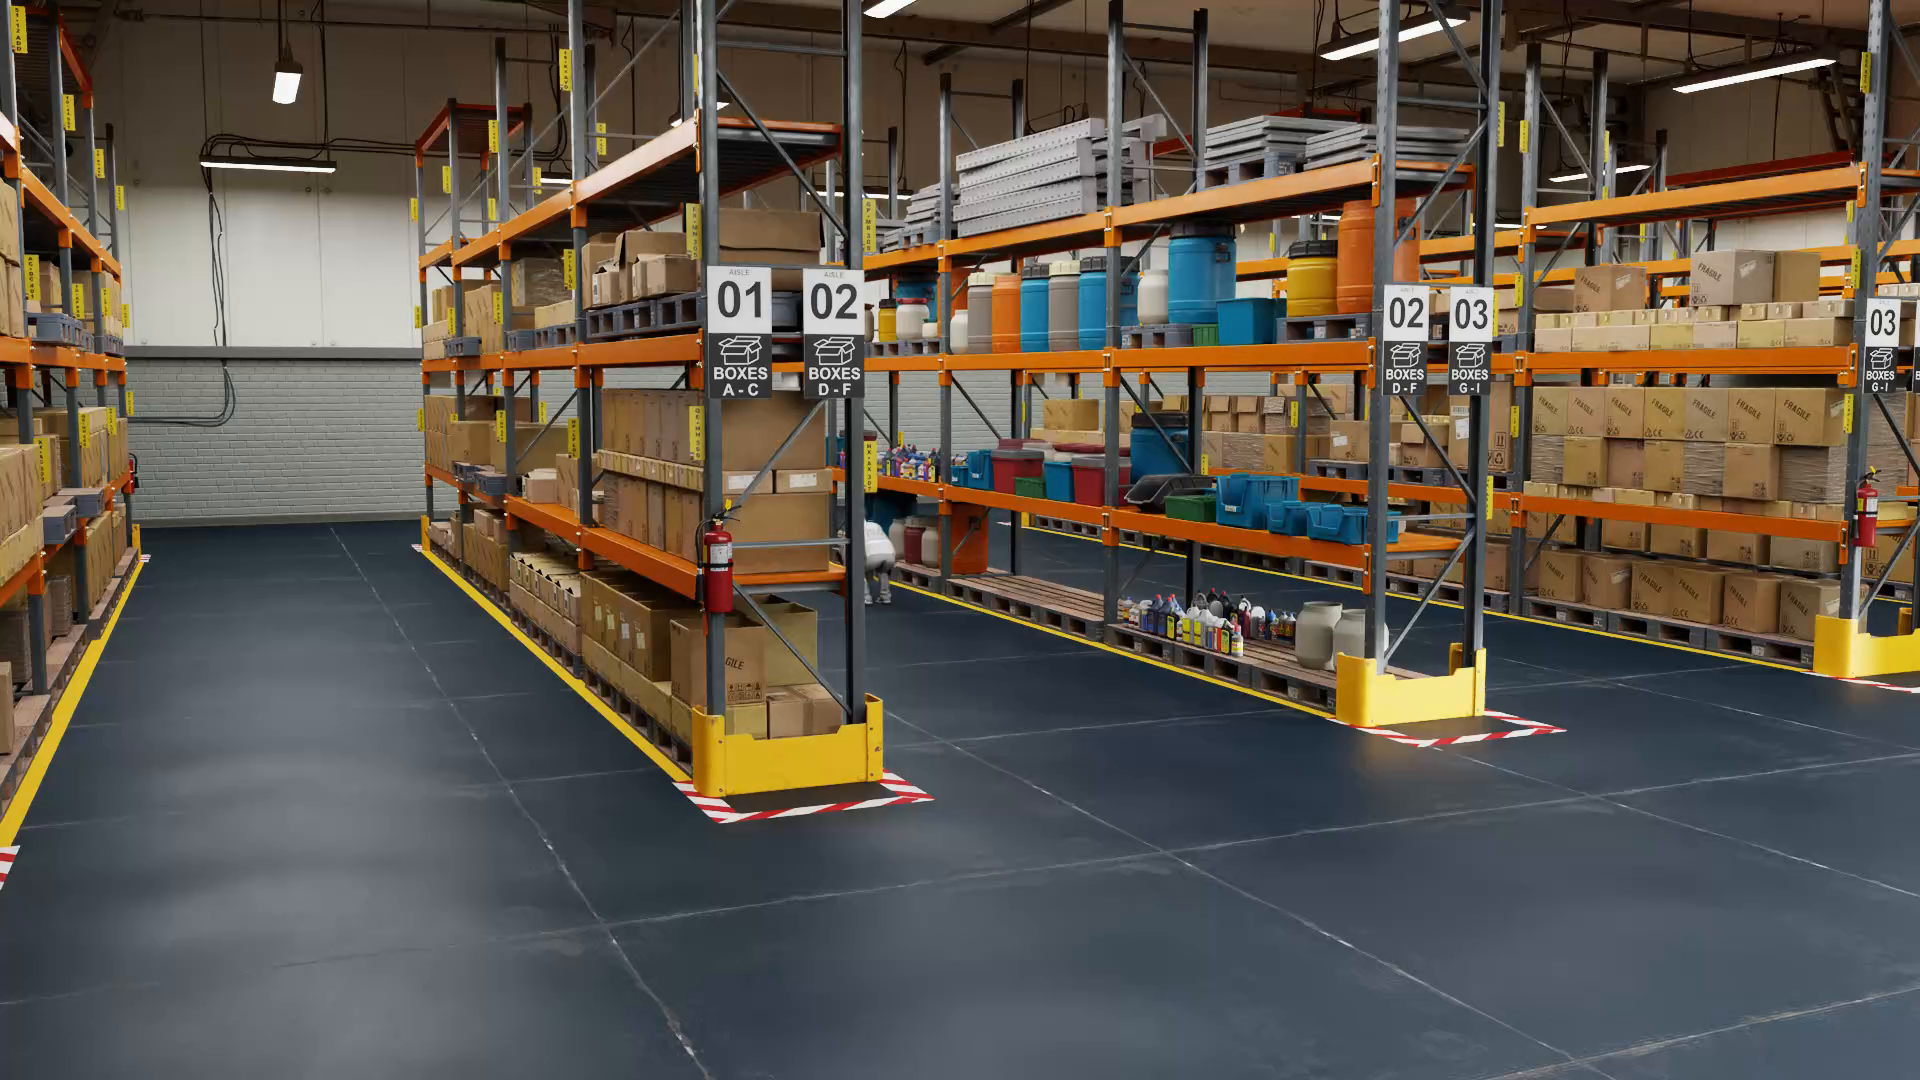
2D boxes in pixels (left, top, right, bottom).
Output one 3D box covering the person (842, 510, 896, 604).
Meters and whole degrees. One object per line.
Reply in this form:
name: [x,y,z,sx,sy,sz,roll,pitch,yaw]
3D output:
person: [-1.045,0.193,18.857,0.501,1.054,0.818,-2,6,-24]
